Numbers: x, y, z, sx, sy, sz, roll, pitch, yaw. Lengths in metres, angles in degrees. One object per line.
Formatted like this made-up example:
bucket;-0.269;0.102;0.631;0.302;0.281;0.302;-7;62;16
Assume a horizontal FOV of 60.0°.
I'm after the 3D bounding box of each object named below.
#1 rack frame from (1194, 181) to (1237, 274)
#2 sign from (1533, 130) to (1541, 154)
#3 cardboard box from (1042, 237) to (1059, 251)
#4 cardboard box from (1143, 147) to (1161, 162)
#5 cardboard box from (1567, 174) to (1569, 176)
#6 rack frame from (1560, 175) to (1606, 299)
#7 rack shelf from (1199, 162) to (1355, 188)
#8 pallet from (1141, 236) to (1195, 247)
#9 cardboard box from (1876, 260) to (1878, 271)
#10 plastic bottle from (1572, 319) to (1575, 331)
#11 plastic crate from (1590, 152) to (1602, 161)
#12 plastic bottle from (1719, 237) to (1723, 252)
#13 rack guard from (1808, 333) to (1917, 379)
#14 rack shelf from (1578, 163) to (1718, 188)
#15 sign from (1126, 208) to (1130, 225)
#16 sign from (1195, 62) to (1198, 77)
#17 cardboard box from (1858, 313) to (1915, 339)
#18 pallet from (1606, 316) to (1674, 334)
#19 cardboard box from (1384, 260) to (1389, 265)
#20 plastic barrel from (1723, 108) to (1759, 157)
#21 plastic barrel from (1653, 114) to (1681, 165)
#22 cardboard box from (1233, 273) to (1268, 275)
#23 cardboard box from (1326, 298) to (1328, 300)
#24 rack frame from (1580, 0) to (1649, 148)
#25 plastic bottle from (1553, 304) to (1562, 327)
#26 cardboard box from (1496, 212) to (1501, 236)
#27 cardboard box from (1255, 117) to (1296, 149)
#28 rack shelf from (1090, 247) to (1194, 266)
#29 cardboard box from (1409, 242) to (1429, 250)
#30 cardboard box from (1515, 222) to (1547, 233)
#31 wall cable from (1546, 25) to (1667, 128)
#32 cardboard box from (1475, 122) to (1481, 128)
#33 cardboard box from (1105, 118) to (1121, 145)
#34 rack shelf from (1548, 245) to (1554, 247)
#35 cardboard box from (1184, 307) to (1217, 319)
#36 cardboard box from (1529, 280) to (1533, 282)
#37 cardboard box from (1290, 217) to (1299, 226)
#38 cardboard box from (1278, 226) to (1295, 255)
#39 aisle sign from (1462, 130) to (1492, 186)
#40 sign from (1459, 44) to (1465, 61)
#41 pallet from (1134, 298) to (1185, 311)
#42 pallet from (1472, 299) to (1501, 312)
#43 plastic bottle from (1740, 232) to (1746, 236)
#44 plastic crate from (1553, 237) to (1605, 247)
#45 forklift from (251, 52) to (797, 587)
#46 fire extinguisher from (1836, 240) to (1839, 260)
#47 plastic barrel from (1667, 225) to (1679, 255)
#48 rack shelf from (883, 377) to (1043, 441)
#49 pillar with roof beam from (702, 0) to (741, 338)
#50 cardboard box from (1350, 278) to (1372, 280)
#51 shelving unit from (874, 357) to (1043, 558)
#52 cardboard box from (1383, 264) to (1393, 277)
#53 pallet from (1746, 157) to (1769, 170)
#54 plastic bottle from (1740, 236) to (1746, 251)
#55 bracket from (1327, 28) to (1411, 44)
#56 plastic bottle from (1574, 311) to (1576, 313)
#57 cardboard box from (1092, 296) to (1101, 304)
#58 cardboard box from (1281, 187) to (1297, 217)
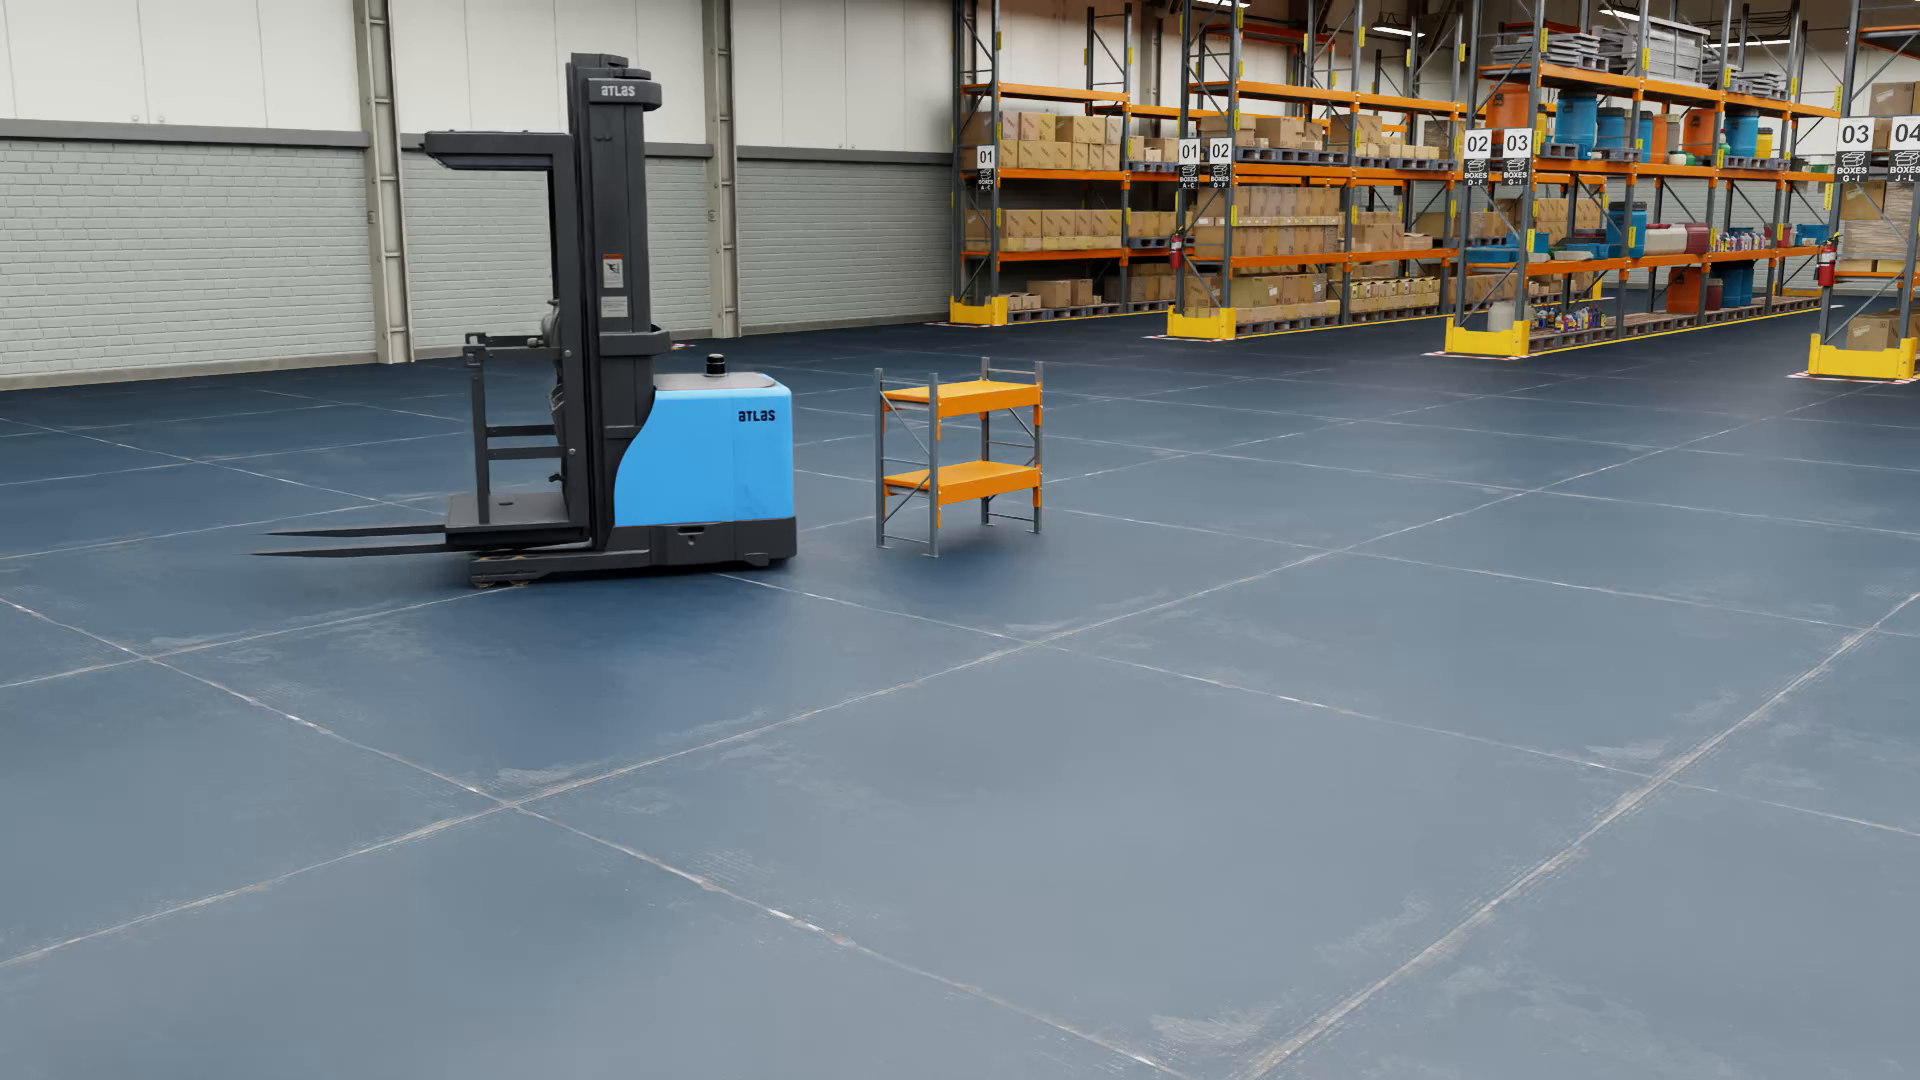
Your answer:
rack frame;5.570;-6.665;36.422;1.000;3.000;0.127;10;15;40
sign;8.142;-5.611;23.462;0.100;0.325;0.005;10;15;40
cardboard box;1.523;-5.607;31.459;0.500;0.250;0.500;9;15;39
cardboard box;3.757;-7.870;33.954;0.500;0.311;0.500;10;15;42
cardboard box;13.433;-8.271;37.187;0.500;0.250;0.500;10;15;40
rack frame;14.575;-7.202;39.111;1.000;3.000;0.127;10;15;40
rack shelf;5.333;-6.260;28.575;1.077;0.370;4.000;10;15;40
pallet;4.294;-6.274;34.956;1.003;0.211;1.213;10;15;40
cardboard box;11.650;-3.549;21.462;0.380;0.149;0.250;10;15;40
plastic bottle;9.520;-3.357;25.880;0.097;0.201;0.097;0;11;0
plastic crate;9.616;-5.849;25.351;0.243;0.136;0.396;10;15;40
plastic bottle;13.969;-5.431;30.540;0.061;0.283;0.133;10;15;40
rack guard;11.502;-2.352;21.211;1.175;0.500;0.348;10;15;40
rack shelf;11.692;-6.208;28.313;1.077;0.370;4.000;10;15;40
sign;3.342;-6.432;33.046;0.100;0.325;0.005;10;15;40
sign;5.151;-10.214;36.084;0.100;0.325;0.005;10;15;40
cardboard box;12.245;-2.729;22.026;0.500;0.500;0.500;-7;13;-33
pallet;11.666;-3.729;28.842;1.003;0.211;1.213;10;15;40
cardboard box;10.516;-6.982;41.663;0.380;0.149;0.250;10;15;40
plastic barrel;14.641;-7.624;31.216;0.600;0.901;0.708;10;15;40
plastic barrel;12.307;-7.008;29.202;0.600;0.901;0.600;0;11;0
cardboard box;5.123;-4.413;29.181;0.500;0.500;0.500;10;15;40
cardboard box;6.709;-4.393;30.993;0.500;0.250;0.500;10;15;40
rack frame;10.372;-7.737;26.475;1.000;3.000;0.127;10;15;40
plastic bottle;9.635;-3.629;26.860;0.144;0.351;0.185;10;15;40
cardboard box;11.047;-6.718;35.362;0.500;0.500;0.700;-9;15;-39
cardboard box;5.314;-6.852;28.013;0.500;0.500;0.500;10;15;40
rack shelf;4.250;-6.018;35.020;1.077;0.370;4.000;10;15;40
cardboard box;8.908;-5.734;32.402;0.380;0.149;0.250;10;15;40
cardboard box;12.475;-6.702;36.354;0.500;0.500;0.500;10;15;42
wall cable;16.885;-12.174;43.721;3.097;2.526;0.112;10;15;40
cardboard box;10.260;-8.249;33.886;0.500;0.500;0.500;10;15;40
cardboard box;2.803;-7.988;32.528;0.500;0.500;0.500;8;14;36
rack shelf;13.254;-6.555;37.709;1.077;0.370;4.000;10;15;40
cardboard box;4.145;-3.823;28.140;0.500;0.250;0.500;10;15;40
cardboard box;12.592;-5.742;37.541;0.500;0.311;0.500;10;15;40
cardboard box;5.622;-5.510;28.728;0.380;0.149;0.250;10;15;42
cardboard box;5.350;-5.192;28.793;0.700;0.500;0.500;10;15;42
aisle sign;7.461;-5.510;24.001;0.394;0.787;0.004;10;15;40
sign;9.713;-9.431;32.167;0.100;0.325;0.005;10;15;40
pallet;4.248;-5.004;35.226;1.003;0.211;1.213;10;15;40
pallet;10.620;-4.941;34.912;1.003;0.211;1.213;10;15;40
plastic bottle;15.061;-5.762;32.029;0.144;0.351;0.185;10;15;40
plastic crate;9.930;-4.705;26.766;0.767;0.338;0.504;10;15;40
forklift;-2.547;-1.284;9.658;3.031;2.935;1.130;-3;12;-15
fire extinguisher;18.734;-6.304;35.763;0.296;0.674;0.183;10;15;40
plastic barrel;12.215;-5.198;28.792;0.421;0.512;0.421;0;11;0
rack shelf;0.004;-0.840;10.549;0.538;0.278;1.000;10;15;40
pillar with roof beam;-0.625;-7.205;23.811;9.100;9.000;0.400;10;15;40
cardboard box;7.710;-4.890;32.050;0.500;0.311;0.500;10;15;40
shelving unit;0.004;-0.553;10.606;0.538;1.125;1.048;10;15;40
cardboard box;10.464;-6.706;41.939;0.700;0.500;0.500;10;15;40
pallet;14.462;-7.056;31.202;1.003;0.211;1.213;10;15;40
plastic bottle;14.819;-5.630;31.558;0.152;0.276;0.135;10;15;40
bracket;10.264;-12.570;41.478;0.076;0.066;4.783;10;15;40
plastic bottle;9.729;-3.481;26.293;0.061;0.283;0.133;10;15;40
cardboard box;2.599;-4.820;33.297;0.380;0.166;0.250;7;14;33
cardboard box;5.371;-5.834;28.695;0.700;0.500;0.500;10;15;40
